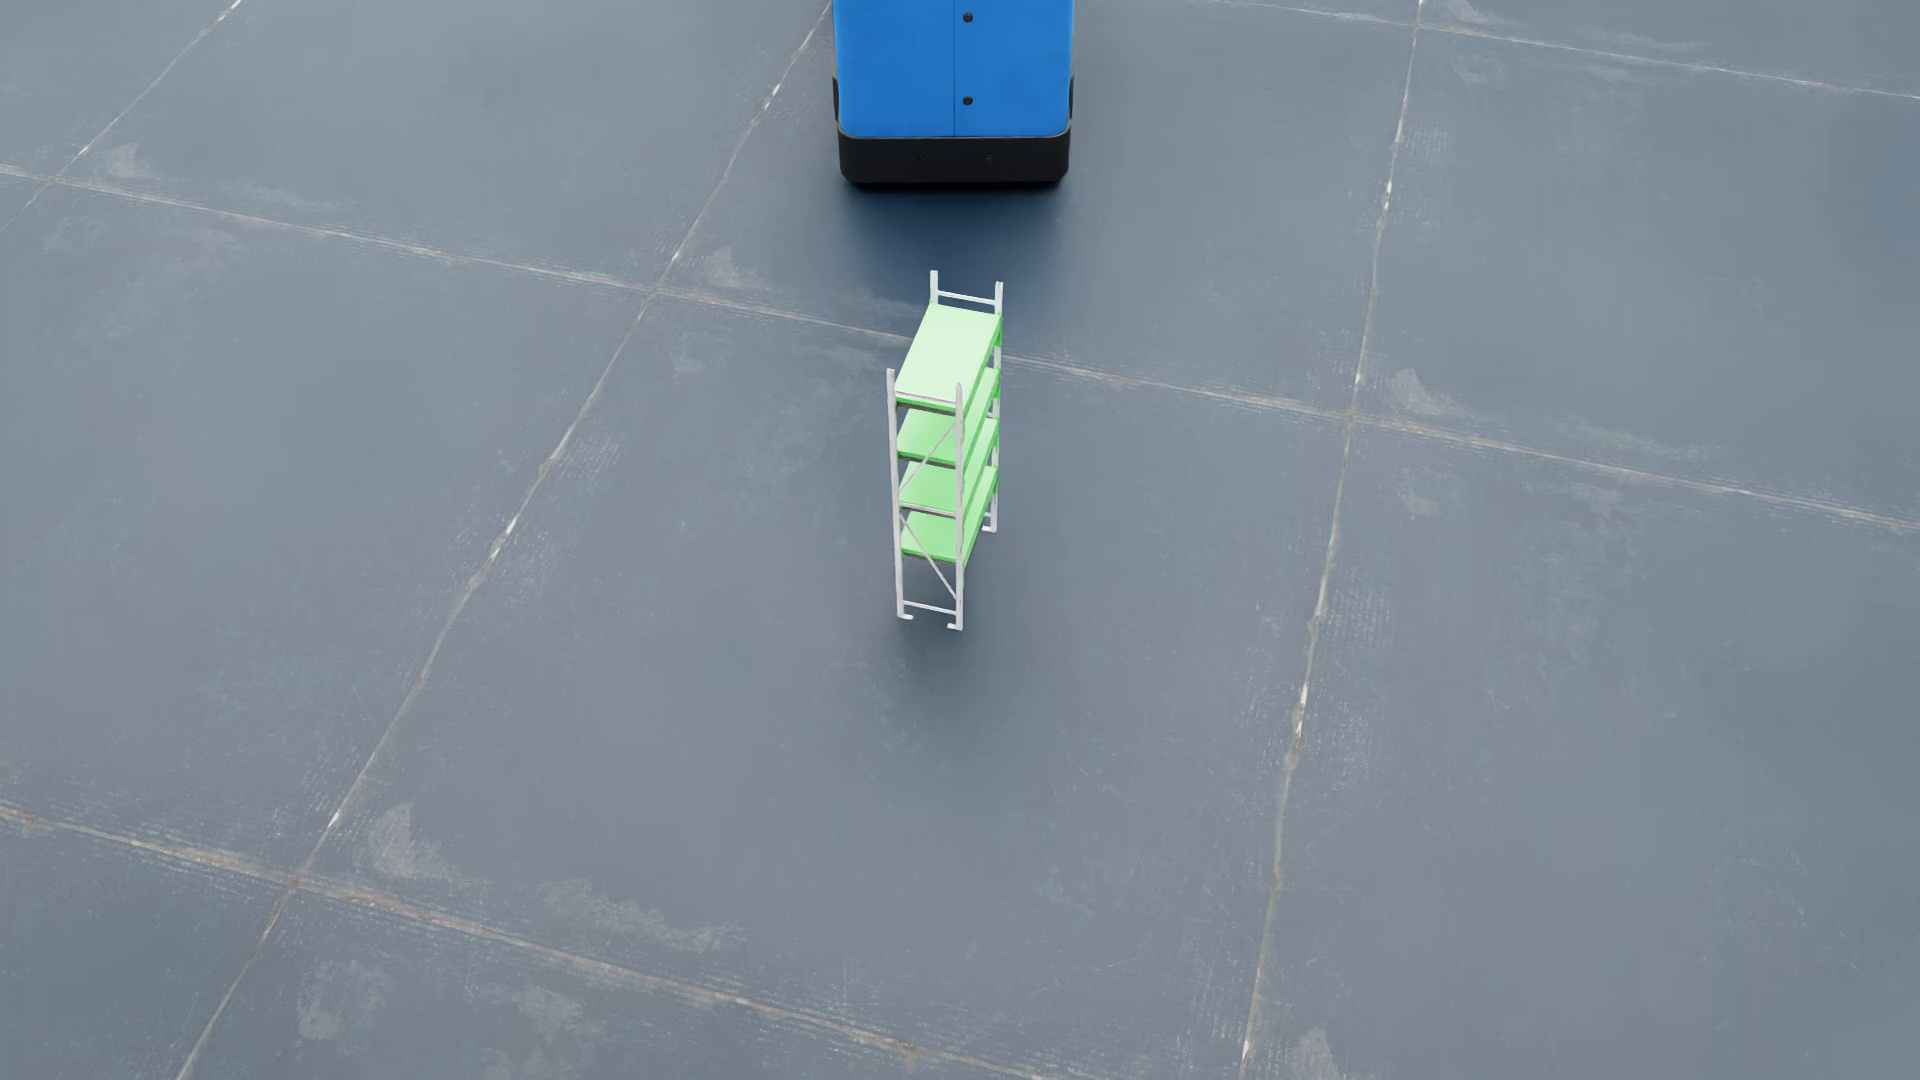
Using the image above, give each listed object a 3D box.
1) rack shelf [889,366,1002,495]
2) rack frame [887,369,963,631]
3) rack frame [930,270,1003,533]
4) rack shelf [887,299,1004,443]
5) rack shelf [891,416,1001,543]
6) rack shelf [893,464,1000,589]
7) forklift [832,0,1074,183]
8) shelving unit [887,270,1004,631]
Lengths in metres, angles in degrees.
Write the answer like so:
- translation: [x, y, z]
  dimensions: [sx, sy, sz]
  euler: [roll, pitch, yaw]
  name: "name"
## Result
- translation: [-0.044, -0.394, 5.562]
  dimensions: [0.258, 0.148, 0.480]
  euler: [12, 50, 10]
  name: "rack shelf"
- translation: [-0.108, -0.101, 5.539]
  dimensions: [0.240, 1.200, 0.015]
  euler: [12, 50, 10]
  name: "rack frame"
- translation: [0.021, -0.454, 5.850]
  dimensions: [0.240, 1.200, 0.015]
  euler: [12, 50, 10]
  name: "rack frame"
- translation: [-0.044, -0.553, 5.383]
  dimensions: [0.258, 0.148, 0.480]
  euler: [12, 50, 10]
  name: "rack shelf"
- translation: [-0.044, -0.235, 5.742]
  dimensions: [0.258, 0.148, 0.480]
  euler: [12, 50, 10]
  name: "rack shelf"
- translation: [-0.044, -0.076, 5.922]
  dimensions: [0.258, 0.148, 0.480]
  euler: [12, 50, 10]
  name: "rack shelf"
- translation: [-0.042, -3.692, 7.553]
  dimensions: [1.130, 2.935, 3.031]
  euler: [-1, 49, 0]
  name: "forklift"
- translation: [-0.044, -0.277, 5.694]
  dimensions: [0.258, 1.200, 0.503]
  euler: [12, 50, 10]
  name: "shelving unit"
